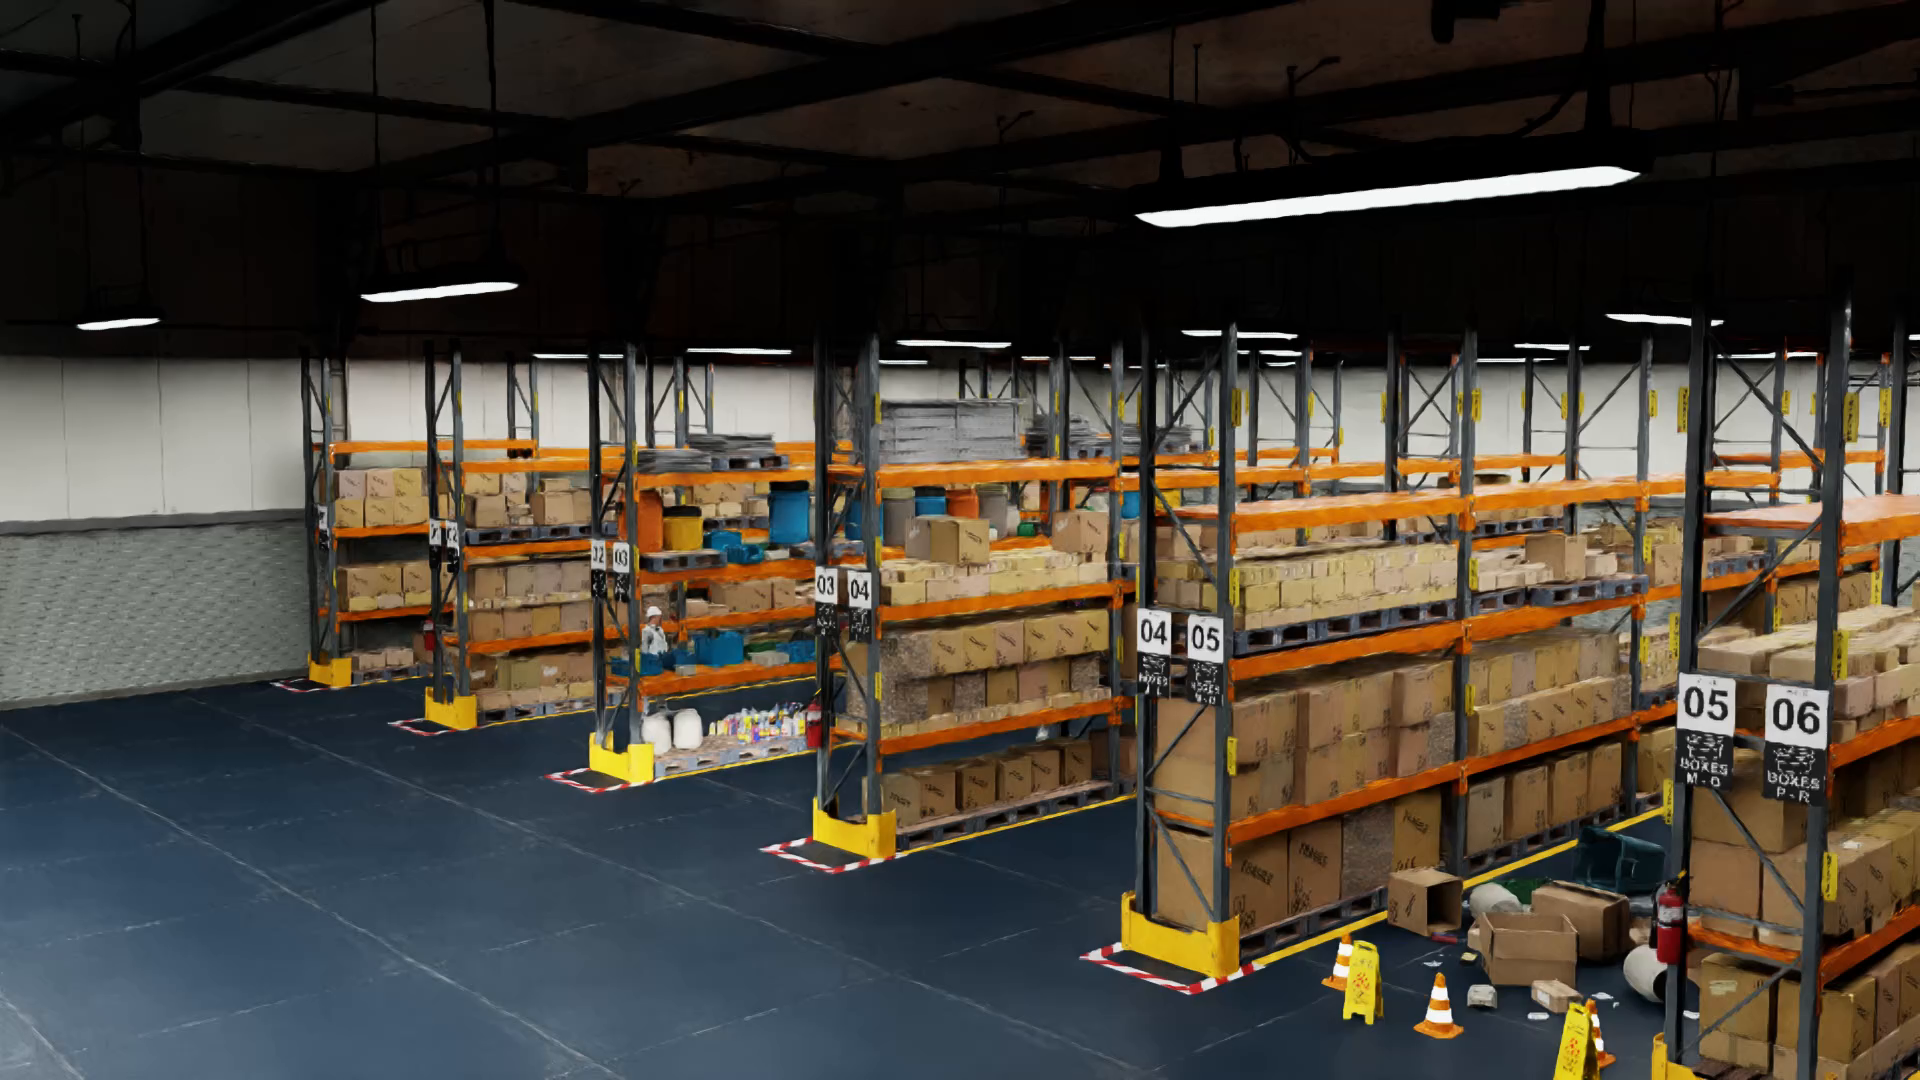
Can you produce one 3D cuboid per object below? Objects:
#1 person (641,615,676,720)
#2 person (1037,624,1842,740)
[{"bbox_3d":[-4.811,1.968,26.386,0.463,1.731,0.598,2,5,20],"label":"person"},{"bbox_3d":[4.063,1.854,18.569,3.589,3.324,12.039,-4,7,-41],"label":"person"}]
